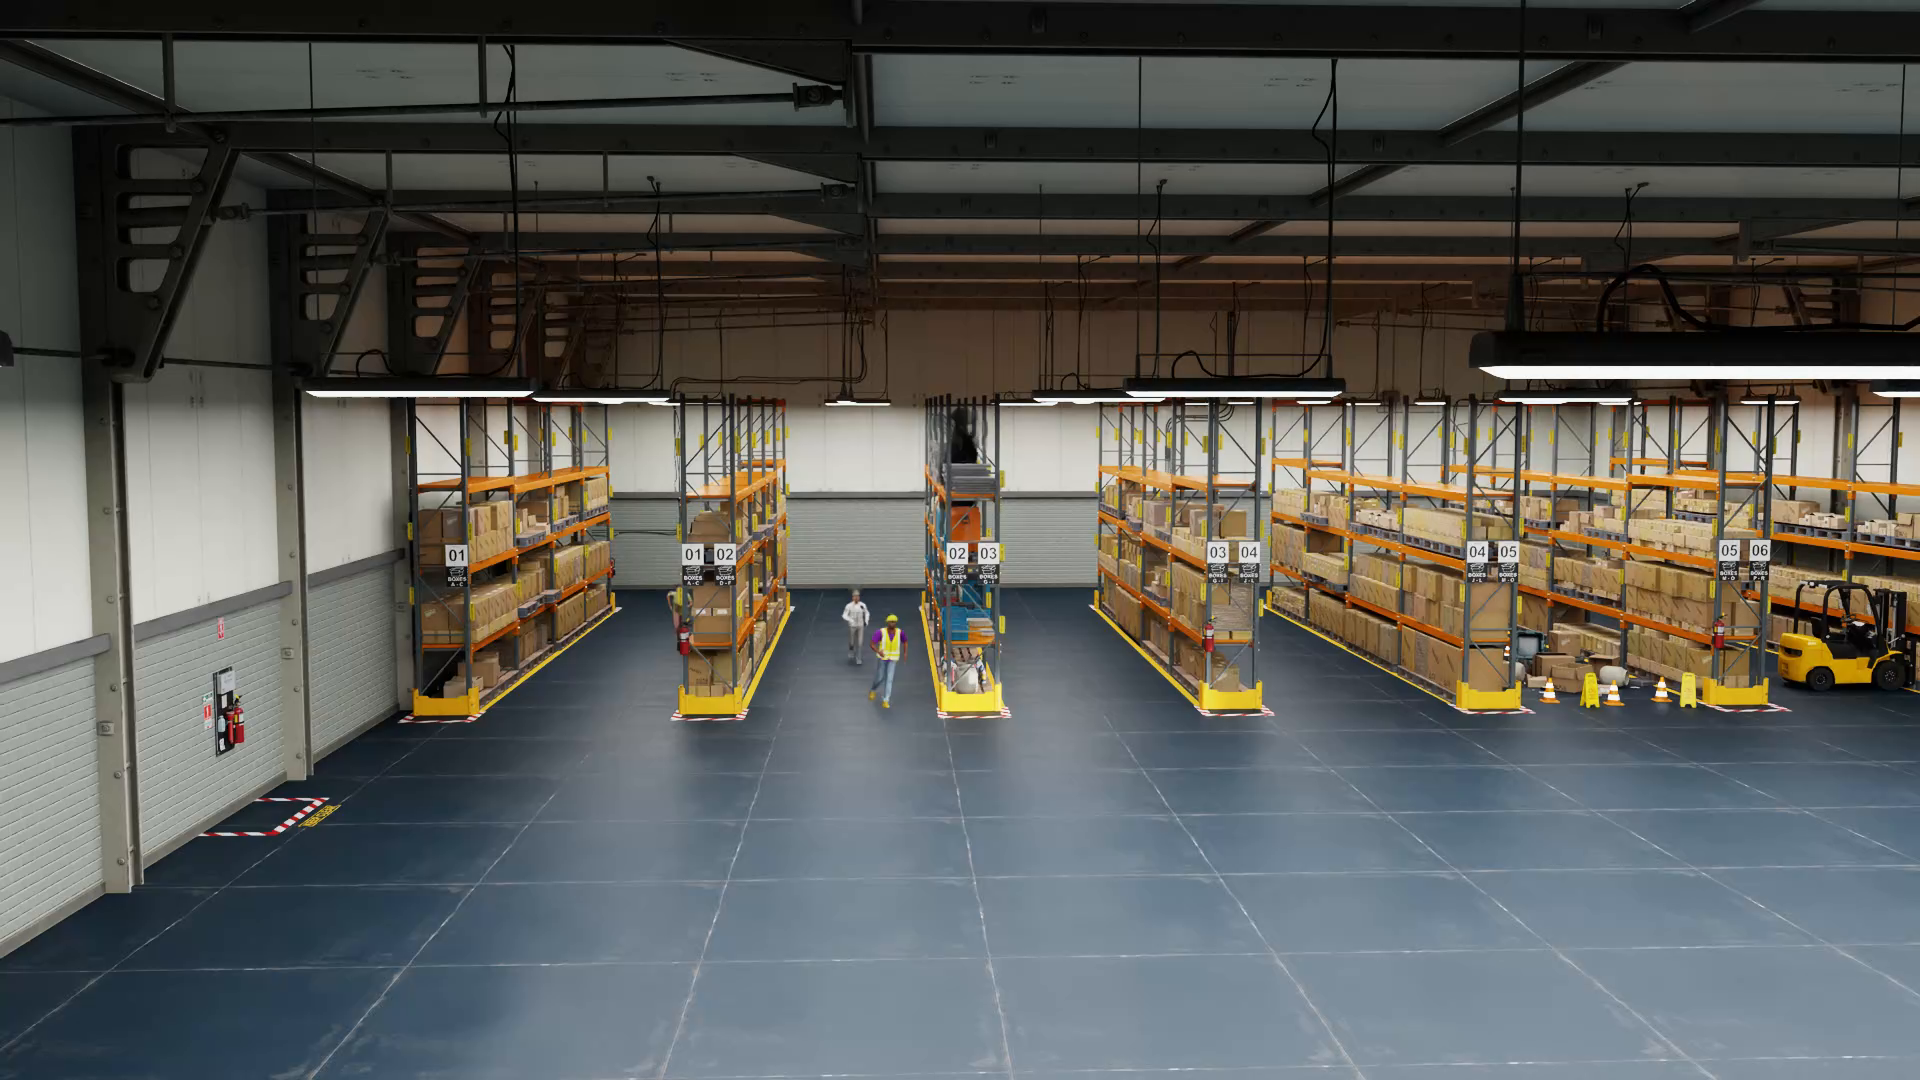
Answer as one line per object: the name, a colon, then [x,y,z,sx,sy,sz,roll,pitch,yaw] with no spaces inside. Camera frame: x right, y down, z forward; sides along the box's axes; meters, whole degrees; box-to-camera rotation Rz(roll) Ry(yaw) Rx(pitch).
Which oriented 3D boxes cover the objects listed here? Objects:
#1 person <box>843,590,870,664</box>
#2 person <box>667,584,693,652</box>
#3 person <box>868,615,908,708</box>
person: [-2.321,1.941,37.409,0.625,1.649,0.724,-1,5,-11]
person: [-6.650,1.817,39.635,0.615,1.625,0.964,0,5,1]
person: [-1.363,2.311,32.140,0.765,1.755,0.870,-1,5,-13]
